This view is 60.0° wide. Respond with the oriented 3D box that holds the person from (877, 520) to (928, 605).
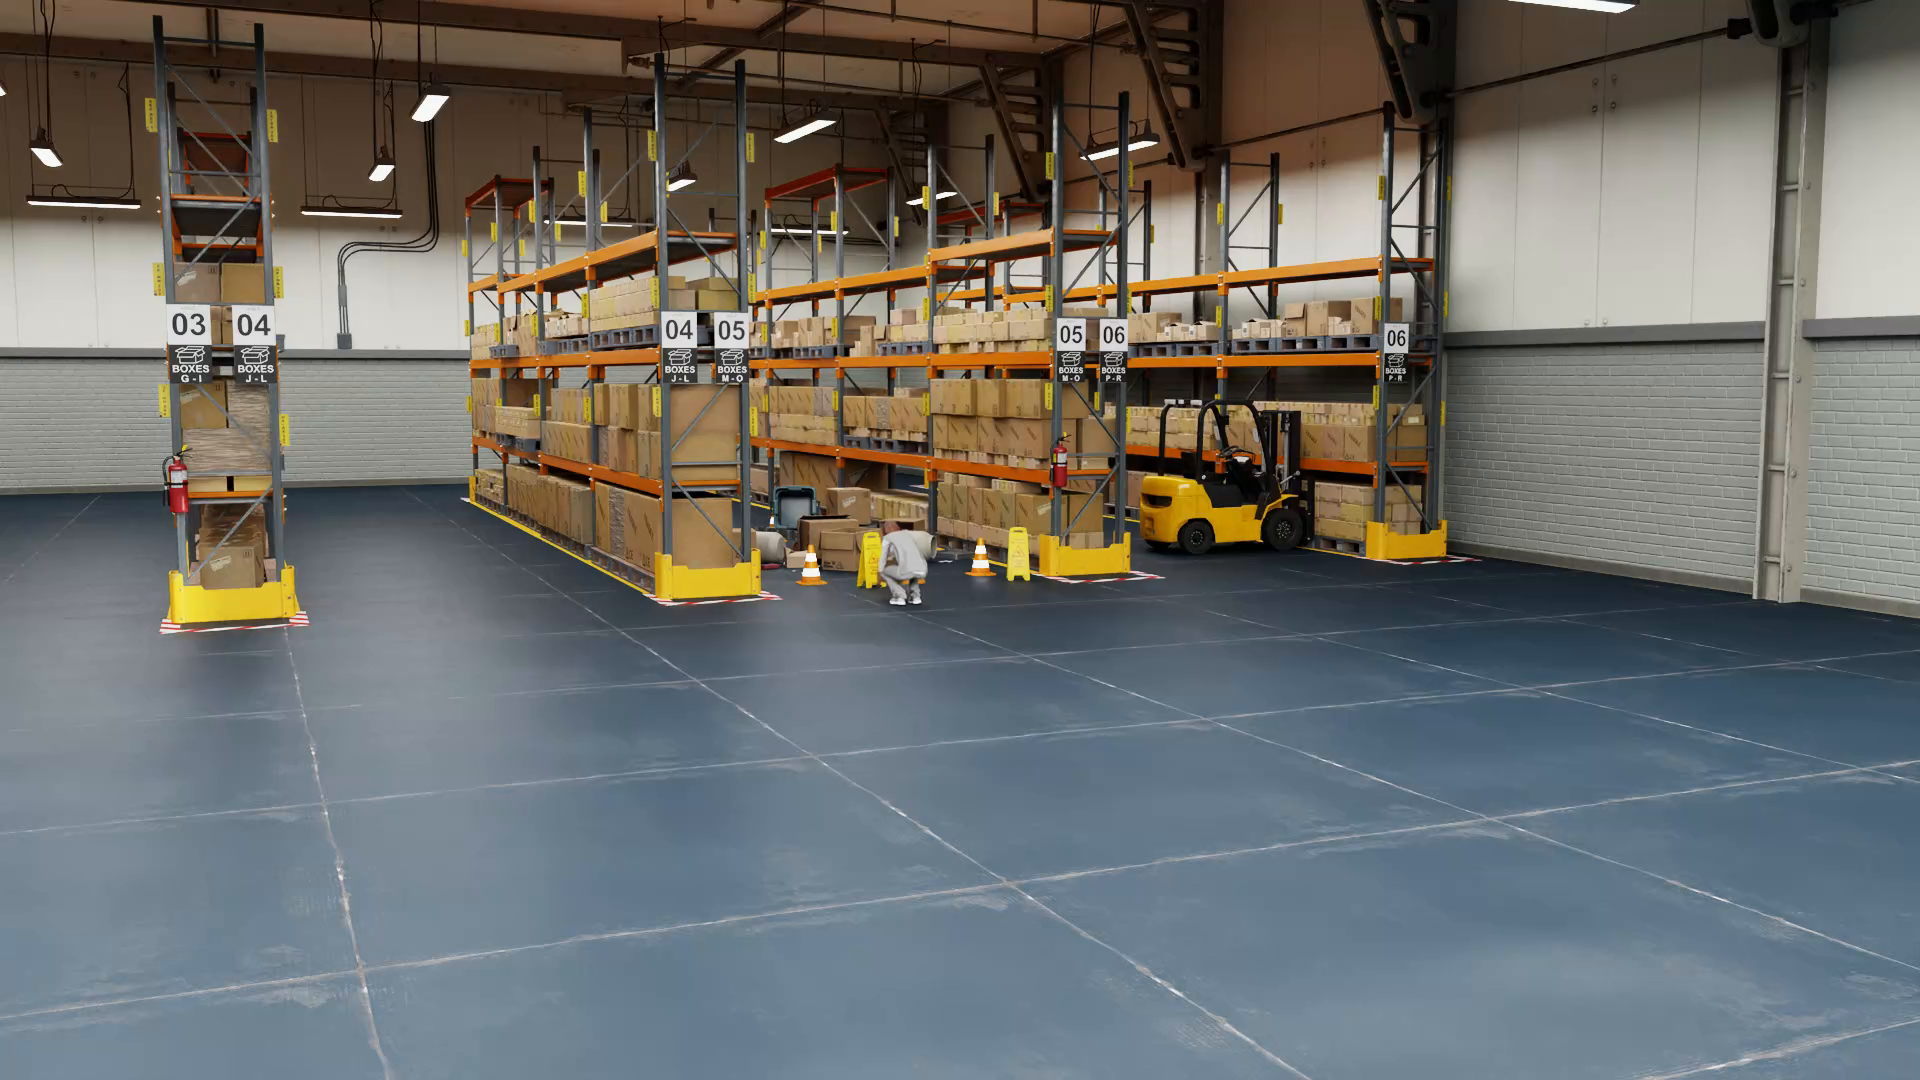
[{"bbox_3d":[-0.644,0.255,18.292,0.428,0.890,0.823,-3,6,-25],"label":"person"}]
